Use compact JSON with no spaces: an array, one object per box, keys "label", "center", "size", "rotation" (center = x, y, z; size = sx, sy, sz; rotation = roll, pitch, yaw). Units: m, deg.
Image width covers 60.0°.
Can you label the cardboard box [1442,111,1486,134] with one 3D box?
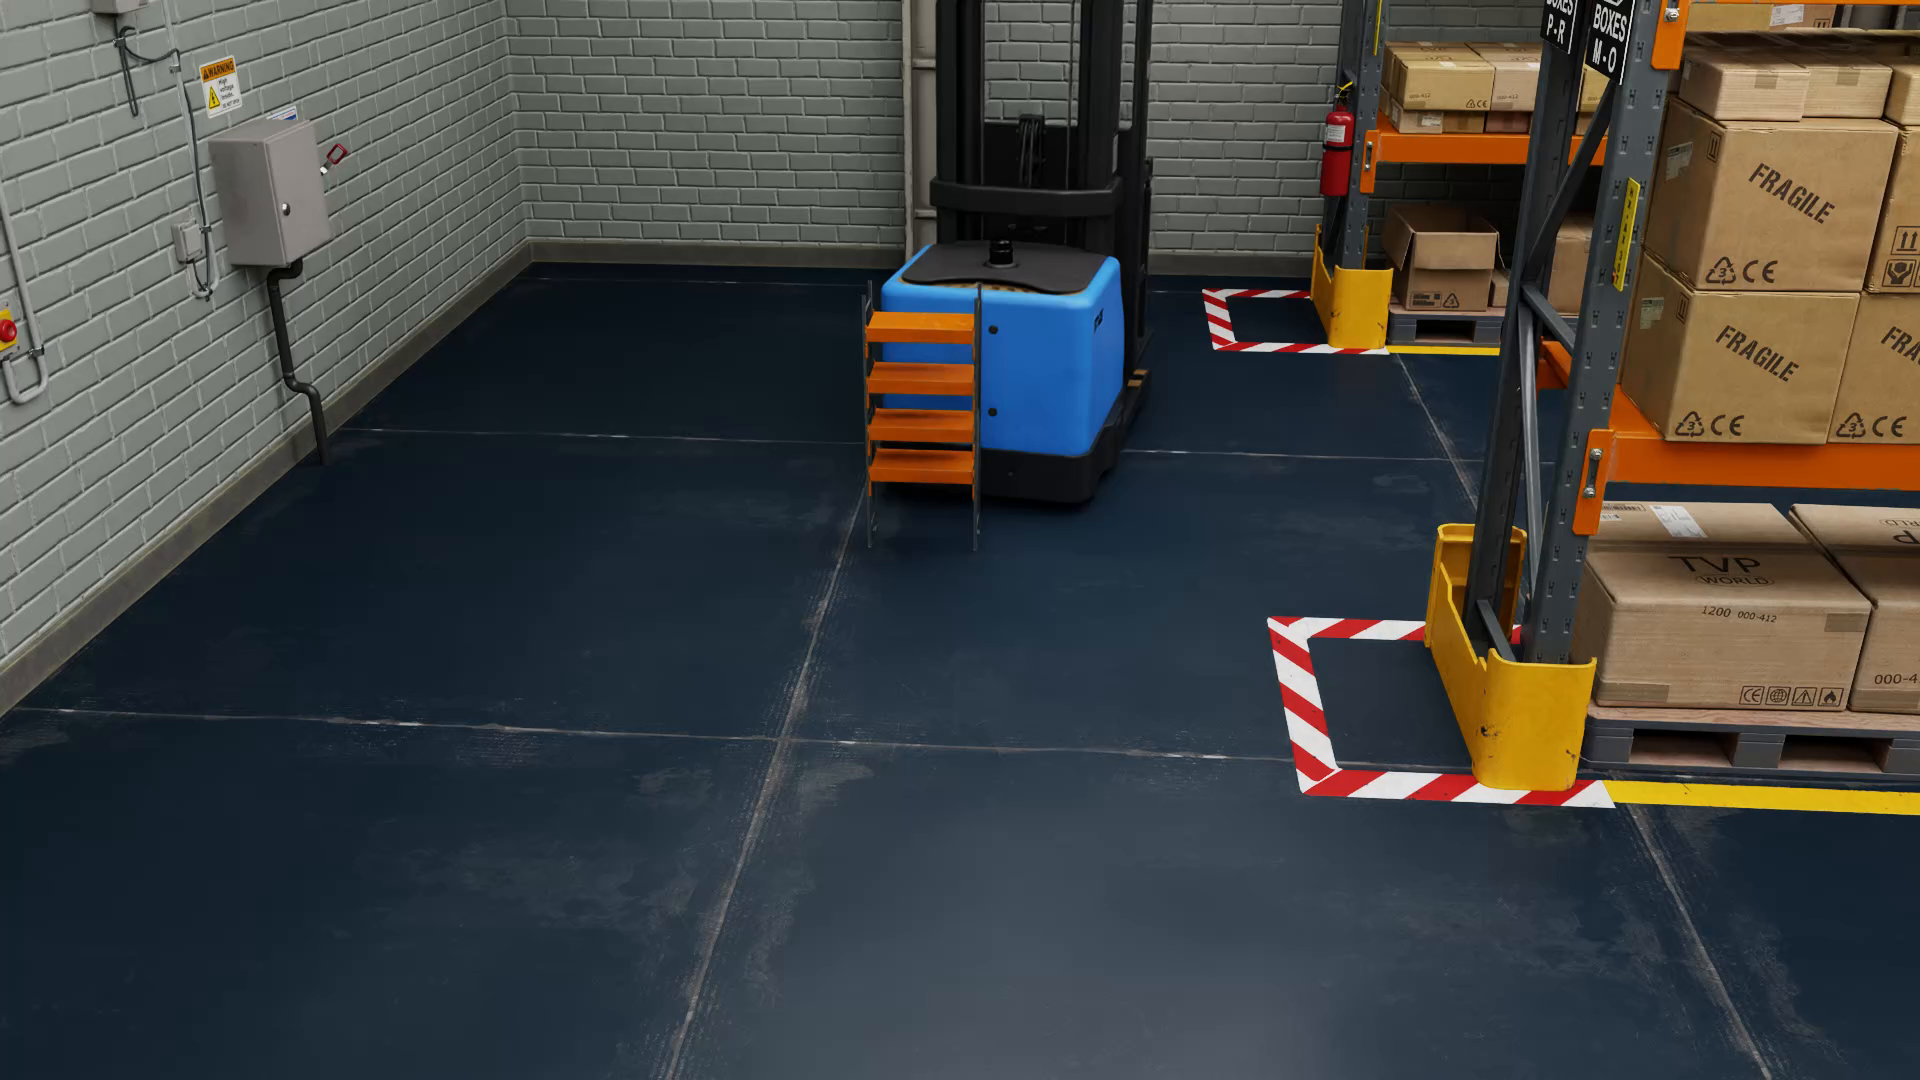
[{"label":"cardboard box","center":[3.005,-2.567,10.041],"size":[0.250,0.149,0.380],"rotation":[2,25,5]}]

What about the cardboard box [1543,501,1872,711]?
[{"label":"cardboard box","center":[2.731,0.227,6.232],"size":[0.875,0.438,0.875],"rotation":[1,25,2]}]

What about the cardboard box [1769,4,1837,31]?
[{"label":"cardboard box","center":[4.965,-3.233,10.114],"size":[0.500,0.500,0.500],"rotation":[1,25,3]}]

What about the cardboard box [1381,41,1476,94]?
[{"label":"cardboard box","center":[2.920,-2.958,10.413],"size":[0.500,0.250,0.500],"rotation":[3,25,6]}]

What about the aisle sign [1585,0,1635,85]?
[{"label":"aisle sign","center":[1.971,-1.788,4.938],"size":[0.004,0.787,0.394],"rotation":[2,25,4]}]

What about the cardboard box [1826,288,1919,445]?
[{"label":"cardboard box","center":[3.028,-0.632,5.415],"size":[0.500,0.500,0.500],"rotation":[1,25,3]}]

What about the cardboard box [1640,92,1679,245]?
[{"label":"cardboard box","center":[2.564,-1.309,5.691],"size":[0.500,0.500,0.500],"rotation":[3,25,6]}]

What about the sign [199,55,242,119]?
[{"label":"sign","center":[-3.463,-2.126,7.794],"size":[0.001,0.242,0.339],"rotation":[2,25,4]}]

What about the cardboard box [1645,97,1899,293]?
[{"label":"cardboard box","center":[2.522,-1.091,5.218],"size":[0.500,0.500,0.500],"rotation":[1,25,3]}]

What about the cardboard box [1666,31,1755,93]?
[{"label":"cardboard box","center":[2.438,-1.592,5.530],"size":[0.250,0.149,0.380],"rotation":[2,25,5]}]

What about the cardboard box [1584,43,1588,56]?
[{"label":"cardboard box","center":[3.928,-2.923,10.337],"size":[0.500,0.250,0.500],"rotation":[3,25,6]}]

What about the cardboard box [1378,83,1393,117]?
[{"label":"cardboard box","center":[2.792,-2.782,10.508],"size":[0.250,0.149,0.380],"rotation":[2,25,3]}]

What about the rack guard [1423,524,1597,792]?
[{"label":"rack guard","center":[2.041,0.409,6.263],"size":[0.348,0.500,1.175],"rotation":[2,25,4]}]

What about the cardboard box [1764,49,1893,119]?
[{"label":"cardboard box","center":[2.665,-1.415,5.144],"size":[0.250,0.149,0.380],"rotation":[2,25,5]}]

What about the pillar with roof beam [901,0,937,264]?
[{"label":"pillar with roof beam","center":[-0.508,-4.188,6.086],"size":[0.400,9.000,9.100],"rotation":[2,25,4]}]

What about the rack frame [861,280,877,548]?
[{"label":"rack frame","center":[-0.408,-0.558,7.528],"size":[0.015,1.200,0.240],"rotation":[2,25,4]}]

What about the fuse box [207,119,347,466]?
[{"label":"fuse box","center":[-3.253,-1.182,8.272],"size":[0.414,1.711,0.539],"rotation":[2,25,4]}]

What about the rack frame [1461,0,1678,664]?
[{"label":"rack frame","center":[2.065,-0.726,5.739],"size":[0.127,3.000,1.000],"rotation":[2,25,4]}]

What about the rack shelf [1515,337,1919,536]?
[{"label":"rack shelf","center":[4.059,-0.335,5.750],"size":[4.000,0.370,1.077],"rotation":[2,25,4]}]

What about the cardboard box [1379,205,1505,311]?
[{"label":"cardboard box","center":[3.044,-1.792,10.541],"size":[0.637,0.503,0.797],"rotation":[1,25,2]}]

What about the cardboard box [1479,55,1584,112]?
[{"label":"cardboard box","center":[3.376,-2.719,9.894],"size":[0.500,0.250,0.500],"rotation":[2,25,5]}]

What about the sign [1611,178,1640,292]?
[{"label":"sign","center":[2.017,-0.924,5.039],"size":[0.005,0.325,0.100],"rotation":[2,25,4]}]

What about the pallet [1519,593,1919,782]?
[{"label":"pallet","center":[2.868,0.534,6.337],"size":[1.213,0.211,1.003],"rotation":[2,25,4]}]

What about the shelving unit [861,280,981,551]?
[{"label":"shelving unit","center":[-0.165,-0.550,7.511],"size":[0.503,1.200,0.258],"rotation":[2,25,4]}]

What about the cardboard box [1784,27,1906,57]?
[{"label":"cardboard box","center":[2.957,-1.621,5.592],"size":[0.250,0.149,0.380],"rotation":[2,25,3]}]

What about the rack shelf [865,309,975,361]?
[{"label":"rack shelf","center":[-0.165,-0.907,7.346],"size":[0.480,0.148,0.258],"rotation":[2,25,4]}]

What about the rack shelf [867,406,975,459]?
[{"label":"rack shelf","center":[-0.165,-0.489,7.539],"size":[0.480,0.148,0.258],"rotation":[2,25,4]}]

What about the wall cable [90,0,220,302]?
[{"label":"wall cable","center":[-3.462,-1.950,7.183],"size":[0.122,1.984,0.588],"rotation":[2,25,4]}]

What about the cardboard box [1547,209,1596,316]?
[{"label":"cardboard box","center":[3.893,-1.747,10.447],"size":[0.500,0.500,0.700],"rotation":[3,25,6]}]

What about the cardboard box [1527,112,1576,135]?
[{"label":"cardboard box","center":[3.517,-2.539,9.981],"size":[0.250,0.149,0.380],"rotation":[3,25,6]}]

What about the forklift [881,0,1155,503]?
[{"label":"forklift","center":[0.477,-2.099,8.806],"size":[1.130,2.935,3.031],"rotation":[6,25,13]}]
